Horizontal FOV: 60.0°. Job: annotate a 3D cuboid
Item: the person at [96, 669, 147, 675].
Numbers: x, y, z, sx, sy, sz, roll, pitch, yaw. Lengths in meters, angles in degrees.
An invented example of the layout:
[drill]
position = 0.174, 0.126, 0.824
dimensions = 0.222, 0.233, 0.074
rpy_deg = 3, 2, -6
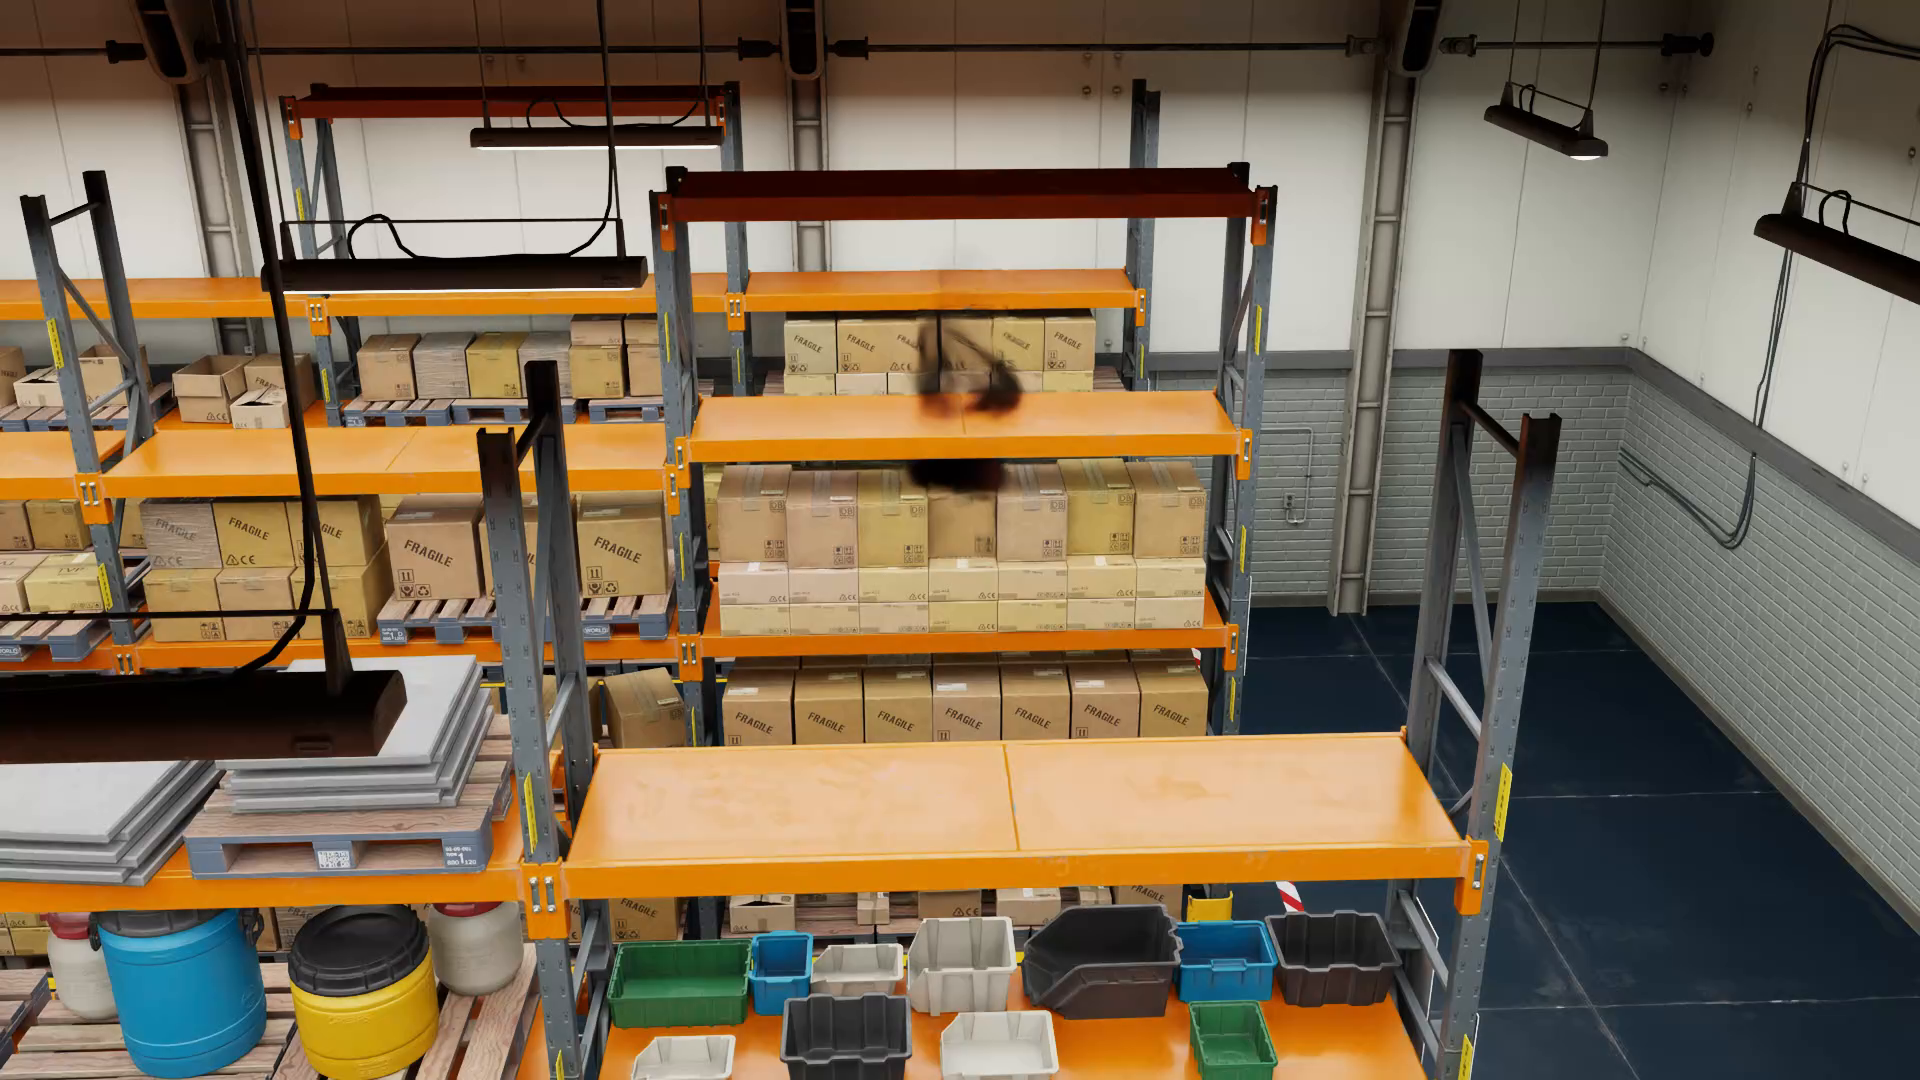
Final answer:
[person]
position = -7.799, 1.468, 15.585
dimensions = 0.863, 1.468, 0.637
rpy_deg = -10, 24, -23
